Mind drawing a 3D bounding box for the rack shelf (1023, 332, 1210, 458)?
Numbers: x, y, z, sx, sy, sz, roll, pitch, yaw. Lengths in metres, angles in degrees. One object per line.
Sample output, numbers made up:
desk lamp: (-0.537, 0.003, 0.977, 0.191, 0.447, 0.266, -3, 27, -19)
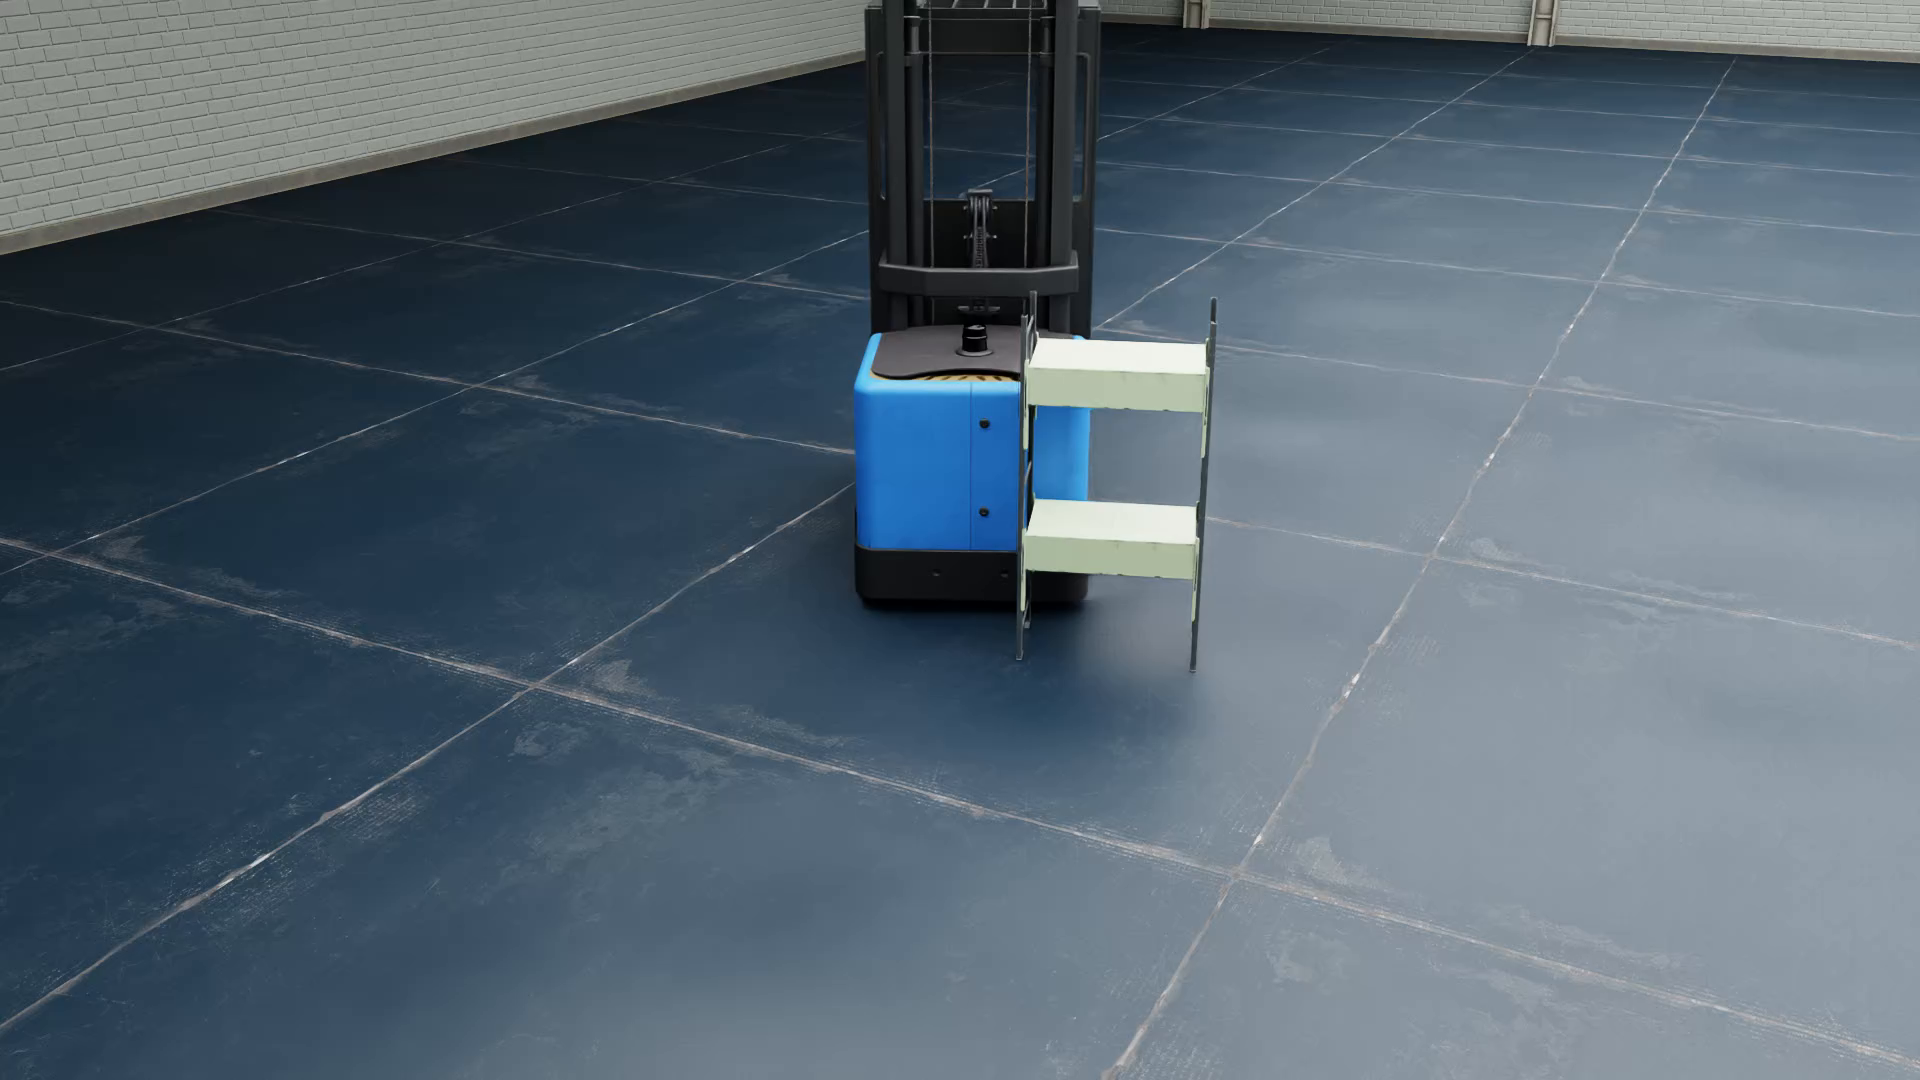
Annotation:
rack shelf: (0.638, -0.593, 6.731, 0.720, 0.370, 0.431, 3, 23, 7)

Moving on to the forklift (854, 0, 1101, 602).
forklift: (0.116, -1.603, 8.275, 1.130, 2.935, 3.031, 1, 23, 2)

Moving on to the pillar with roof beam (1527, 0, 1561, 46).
pillar with roof beam: (7.670, -10.832, 22.222, 0.400, 9.000, 9.100, 11, 25, 25)

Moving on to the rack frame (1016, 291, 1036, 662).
rack frame: (0.275, -0.253, 6.929, 0.023, 1.500, 0.400, 3, 23, 7)

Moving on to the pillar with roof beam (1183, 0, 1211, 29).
pillar with roof beam: (2.315, -11.891, 24.713, 0.400, 9.000, 9.100, 11, 25, 25)

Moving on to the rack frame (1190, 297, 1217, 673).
rack frame: (1.000, -0.214, 6.837, 0.023, 1.500, 0.400, 3, 23, 7)

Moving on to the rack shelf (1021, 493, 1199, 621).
rack shelf: (0.638, 0.066, 7.011, 0.720, 0.370, 0.431, 3, 23, 7)

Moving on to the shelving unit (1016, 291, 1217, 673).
shelving unit: (0.638, -0.234, 6.883, 0.755, 1.500, 0.431, 3, 23, 7)
